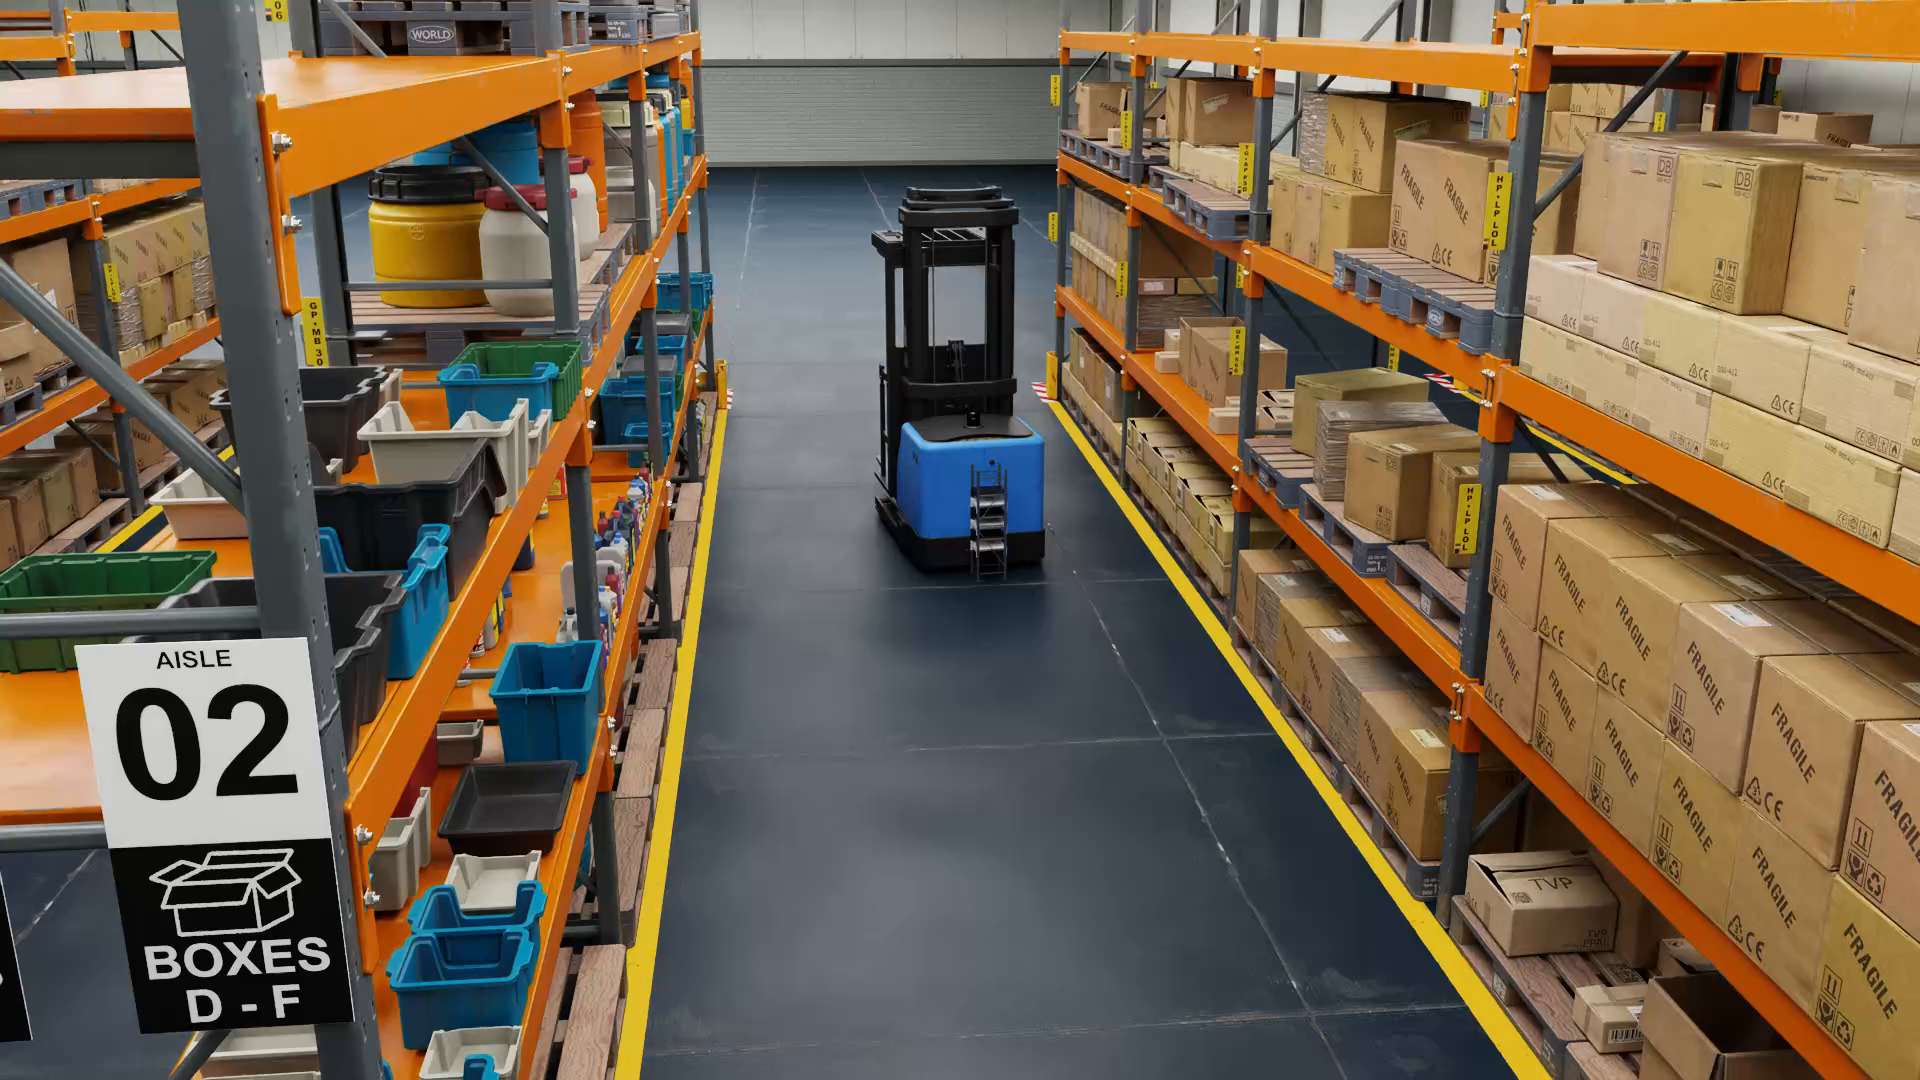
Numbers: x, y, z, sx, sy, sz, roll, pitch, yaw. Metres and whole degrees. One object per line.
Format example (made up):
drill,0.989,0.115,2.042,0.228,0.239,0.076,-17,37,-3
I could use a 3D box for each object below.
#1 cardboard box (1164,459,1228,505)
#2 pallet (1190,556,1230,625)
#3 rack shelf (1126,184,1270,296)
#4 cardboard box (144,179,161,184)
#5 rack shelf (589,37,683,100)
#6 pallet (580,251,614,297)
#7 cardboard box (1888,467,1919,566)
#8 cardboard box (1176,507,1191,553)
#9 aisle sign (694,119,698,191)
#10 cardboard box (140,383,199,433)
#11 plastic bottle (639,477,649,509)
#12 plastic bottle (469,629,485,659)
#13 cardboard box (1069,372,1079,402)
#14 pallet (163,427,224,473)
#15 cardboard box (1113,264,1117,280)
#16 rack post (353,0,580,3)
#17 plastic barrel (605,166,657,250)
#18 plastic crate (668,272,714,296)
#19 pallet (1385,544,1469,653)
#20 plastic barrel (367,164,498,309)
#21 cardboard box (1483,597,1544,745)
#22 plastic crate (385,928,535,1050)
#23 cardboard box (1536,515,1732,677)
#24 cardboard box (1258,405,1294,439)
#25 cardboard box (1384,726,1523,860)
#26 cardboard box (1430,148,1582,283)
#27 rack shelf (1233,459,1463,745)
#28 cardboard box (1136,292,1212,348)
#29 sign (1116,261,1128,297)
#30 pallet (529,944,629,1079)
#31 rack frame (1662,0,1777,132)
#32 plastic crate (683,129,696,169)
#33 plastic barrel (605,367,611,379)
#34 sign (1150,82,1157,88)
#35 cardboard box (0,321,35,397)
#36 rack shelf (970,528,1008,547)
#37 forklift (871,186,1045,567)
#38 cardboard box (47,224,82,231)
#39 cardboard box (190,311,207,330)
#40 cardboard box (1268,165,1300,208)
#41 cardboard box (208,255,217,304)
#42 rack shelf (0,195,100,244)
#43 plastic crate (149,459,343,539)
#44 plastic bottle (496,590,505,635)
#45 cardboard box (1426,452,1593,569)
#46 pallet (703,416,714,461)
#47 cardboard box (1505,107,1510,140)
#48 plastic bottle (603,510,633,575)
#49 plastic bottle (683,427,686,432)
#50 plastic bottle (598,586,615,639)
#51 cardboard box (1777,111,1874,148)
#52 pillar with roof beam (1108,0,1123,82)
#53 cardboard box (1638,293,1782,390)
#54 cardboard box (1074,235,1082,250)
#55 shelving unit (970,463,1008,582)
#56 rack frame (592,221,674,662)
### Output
cardboard box,1.982,-0.510,13.748,0.500,0.311,0.500,-1,17,-4
pallet,2.394,0.333,12.765,1.003,0.211,1.213,-2,18,-6
rack shelf,2.234,-2.435,13.119,1.077,0.370,4.000,-2,18,-6
cardboard box,-7.718,-3.446,15.387,0.500,0.250,0.500,-2,18,-8
rack shelf,-2.694,-3.524,12.246,1.077,0.370,4.000,-2,18,-6
pallet,-2.373,-1.317,8.672,1.003,0.211,1.213,-2,18,-6
cardboard box,2.909,-0.022,4.481,0.500,0.250,0.500,-2,18,-6
cardboard box,2.037,-0.092,13.353,0.500,0.250,0.500,-1,17,-4
aisle sign,-3.024,-4.254,18.379,0.394,0.787,0.004,-2,18,-6
cardboard box,-8.050,-1.287,16.741,0.500,0.500,0.500,0,17,0
plastic bottle,-2.004,-0.294,10.436,0.097,0.201,0.097,0,17,0
plastic bottle,-2.353,0.461,8.031,0.097,0.201,0.097,0,17,0
cardboard box,1.504,-1.708,18.498,0.500,0.250,0.500,-2,18,-6
pallet,-8.060,-0.871,16.599,1.003,0.211,1.213,-2,18,-6
cardboard box,1.705,-2.605,16.216,0.380,0.149,0.250,-2,18,-6
rack post,-2.131,-2.486,7.198,0.937,0.300,0.954,-2,18,-7
plastic barrel,-2.215,-2.186,10.937,0.421,0.512,0.421,0,17,0
plastic crate,-2.963,-2.772,18.247,0.499,0.251,0.616,-2,18,-6
pallet,2.879,0.291,8.564,1.003,0.211,1.213,-2,18,-6
plastic barrel,-2.371,-1.395,7.588,0.600,0.588,0.600,0,17,0
cardboard box,2.634,0.553,7.241,0.500,0.500,0.500,-1,17,-4
plastic crate,-1.496,1.359,5.019,0.416,0.233,0.300,-2,18,-6
cardboard box,2.675,0.218,6.637,0.500,0.500,0.500,-2,18,-7
cardboard box,2.446,-0.819,11.925,0.500,0.311,0.500,-1,17,-2
cardboard box,2.517,1.285,8.515,0.500,0.500,0.500,-2,18,-6
cardboard box,2.782,-1.637,8.342,0.600,0.600,0.600,-2,18,-6
rack shelf,2.646,0.188,9.772,1.077,0.370,4.000,-2,18,-6
cardboard box,1.975,-2.123,15.764,0.700,0.500,0.500,-2,18,-7
sign,1.475,-2.376,15.161,0.100,0.325,0.005,-2,18,-6
pallet,-1.960,2.141,7.006,1.003,0.211,1.213,-2,18,-6
rack frame,6.954,-4.959,14.951,1.000,3.000,0.127,-2,18,-6
plastic crate,-2.816,-3.848,16.444,0.392,0.384,0.575,-2,18,-6
plastic barrel,-2.899,-1.217,12.818,0.433,0.535,0.433,0,17,0
sign,2.156,-4.963,18.625,0.100,0.325,0.005,-2,18,-6
cardboard box,-7.556,-1.374,12.673,0.797,0.503,0.637,0,17,0
rack shelf,0.227,-0.021,13.154,0.258,0.077,0.200,-4,18,-12
forklift,-0.139,-1.582,14.321,1.130,2.935,3.031,-4,18,-12
cardboard box,-8.200,-2.579,15.052,0.500,0.500,0.500,-2,18,-6
cardboard box,-7.745,-2.188,16.557,0.380,0.149,0.250,-2,18,-6
cardboard box,2.337,-2.445,11.498,0.500,0.250,0.500,-3,18,-10
cardboard box,-8.039,-2.710,17.136,0.875,0.500,0.500,-2,18,-6
rack shelf,-7.620,-2.130,12.148,1.077,0.370,4.000,-2,18,-6
plastic crate,-2.122,-0.129,5.013,0.437,0.136,0.530,-2,18,-6
plastic bottle,-2.371,0.293,8.320,0.144,0.351,0.185,-2,18,-6
cardboard box,2.892,-0.159,8.807,0.700,0.500,0.500,1,17,3
pallet,-3.057,-1.026,17.094,1.003,0.211,1.213,-2,18,-6
cardboard box,6.347,-4.509,18.323,0.500,0.500,0.500,-1,17,-2
plastic bottle,-1.896,0.015,9.202,0.144,0.351,0.185,-2,18,-6
plastic bottle,-2.706,-0.992,16.150,0.097,0.271,0.097,0,17,0
plastic bottle,-1.766,0.360,8.239,0.097,0.271,0.097,0,17,0
cardboard box,7.058,-3.244,13.625,0.500,0.500,0.500,-2,18,-8
pillar with roof beam,0.098,-14.774,46.214,9.100,9.000,0.400,-2,18,-6
cardboard box,2.749,-0.707,5.829,0.500,0.250,0.500,-2,18,-6
cardboard box,1.471,-3.290,18.398,0.380,0.149,0.250,-2,18,-7
shelving unit,0.227,-0.139,13.117,0.258,0.900,0.210,-4,18,-12
rack frame,-2.487,-0.599,11.079,1.000,3.000,0.127,-2,18,-6
